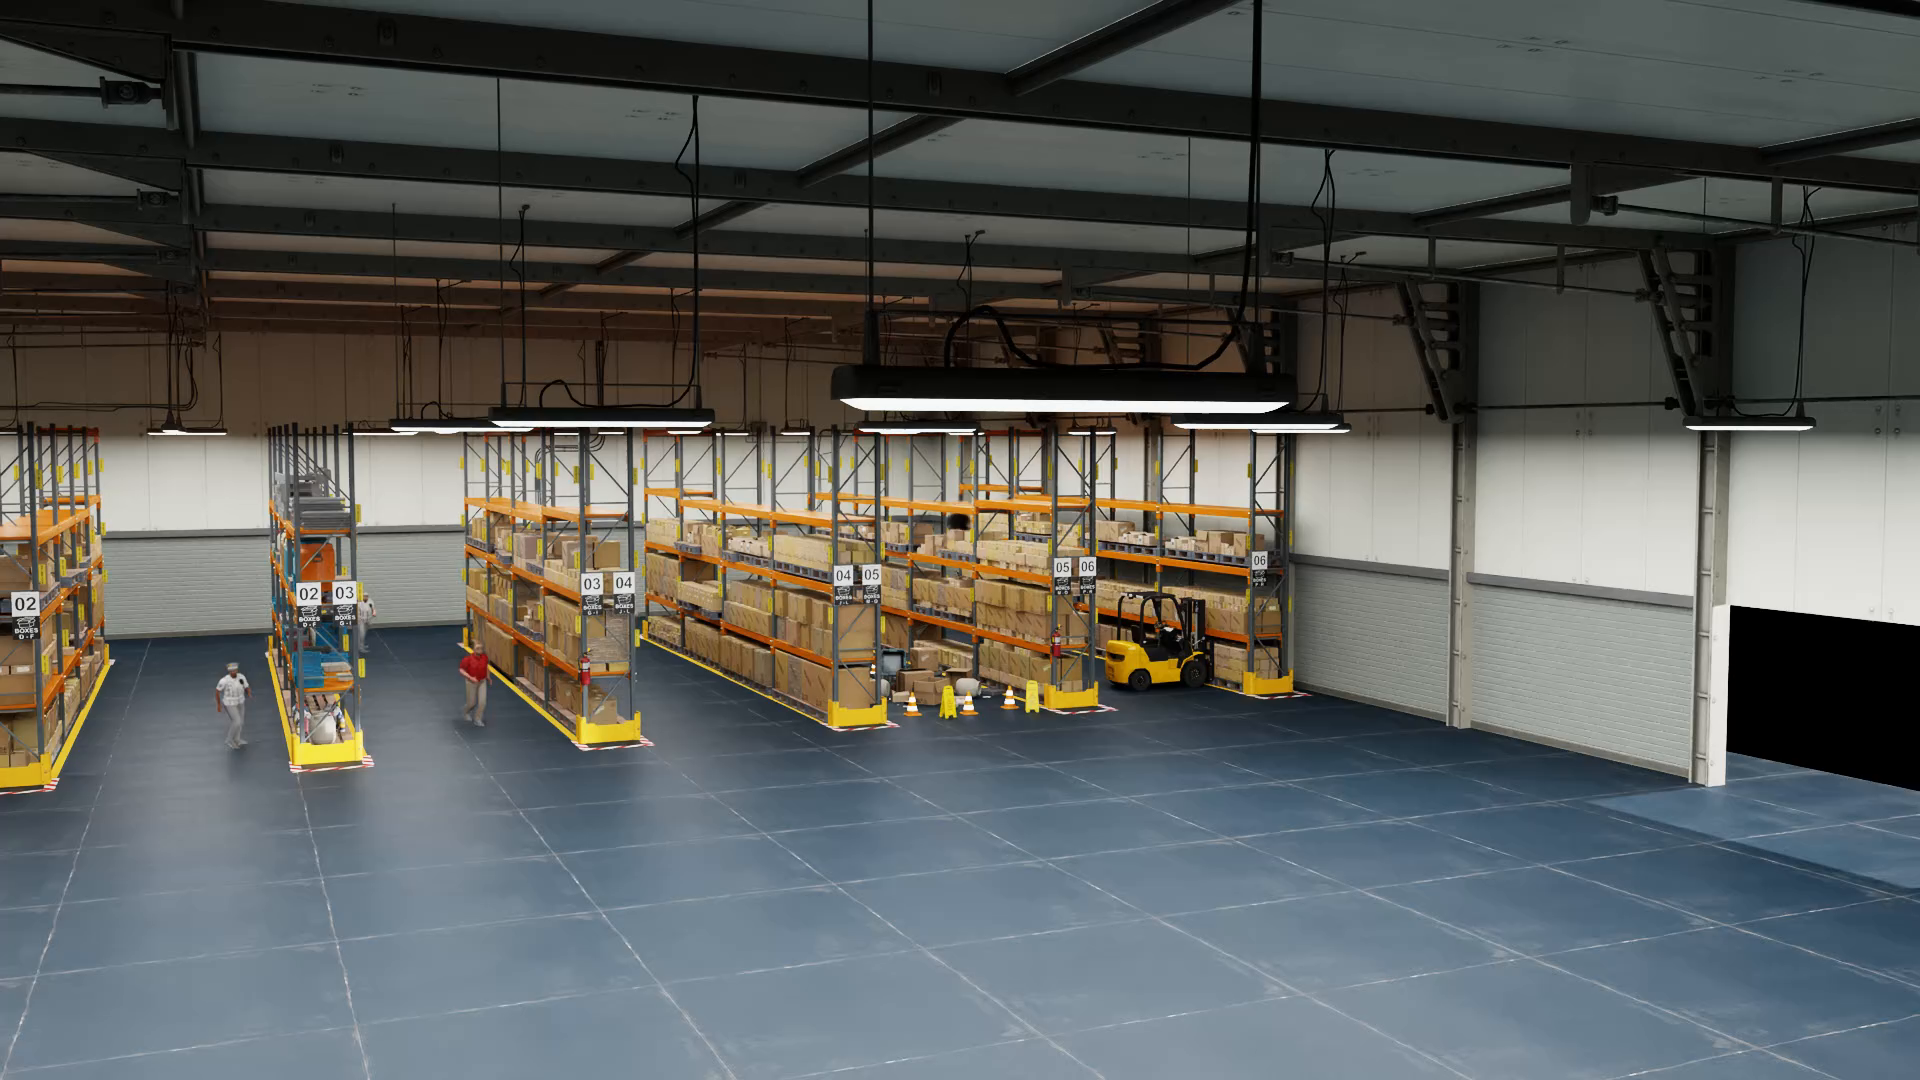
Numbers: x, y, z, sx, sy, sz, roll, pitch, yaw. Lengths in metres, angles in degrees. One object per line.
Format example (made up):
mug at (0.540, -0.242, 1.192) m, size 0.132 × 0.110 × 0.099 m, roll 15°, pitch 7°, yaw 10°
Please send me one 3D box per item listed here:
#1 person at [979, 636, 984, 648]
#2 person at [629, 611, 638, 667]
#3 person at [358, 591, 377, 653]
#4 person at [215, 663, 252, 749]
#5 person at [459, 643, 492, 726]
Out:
person at (0.532, 2.287, 43.841) m, size 0.553 × 1.530 × 0.530 m, roll -3°, pitch 4°, yaw -38°
person at (-8.312, 2.393, 41.141) m, size 0.736 × 1.718 × 1.027 m, roll -2°, pitch 4°, yaw -30°
person at (-16.016, 2.172, 44.645) m, size 0.928 × 1.678 × 0.718 m, roll 2°, pitch 4°, yaw 31°
person at (-13.410, 3.065, 30.854) m, size 0.753 × 1.629 × 0.595 m, roll 2°, pitch 4°, yaw 27°
person at (-9.693, 2.872, 33.186) m, size 0.659 × 1.675 × 0.775 m, roll -3°, pitch 4°, yaw -38°
